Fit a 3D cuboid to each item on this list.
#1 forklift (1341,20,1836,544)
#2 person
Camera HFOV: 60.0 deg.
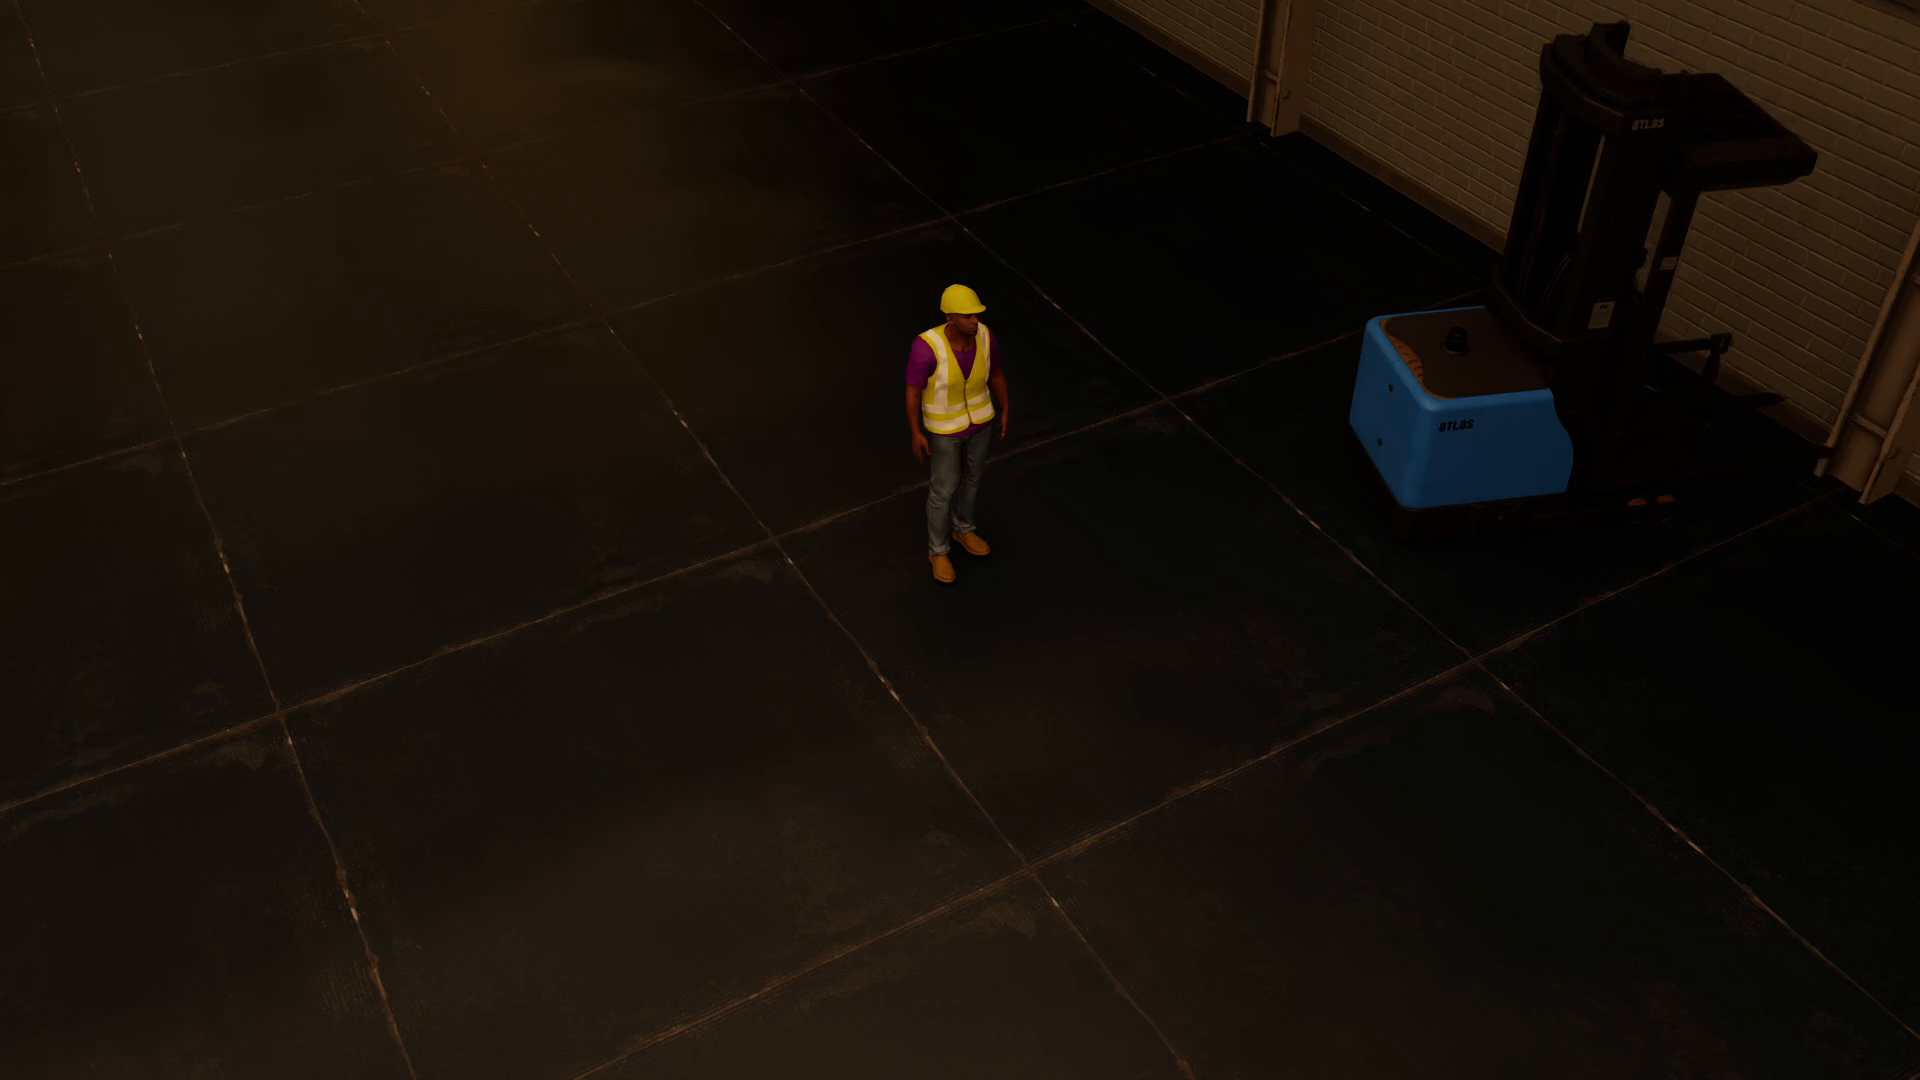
[{"bbox_3d":[4.071,-1.554,9.910,3.031,2.935,1.130,-7,40,-8],"label":"forklift"},{"bbox_3d":[0.031,-0.645,9.715,0.666,1.768,0.575,-20,44,-23],"label":"person"}]
